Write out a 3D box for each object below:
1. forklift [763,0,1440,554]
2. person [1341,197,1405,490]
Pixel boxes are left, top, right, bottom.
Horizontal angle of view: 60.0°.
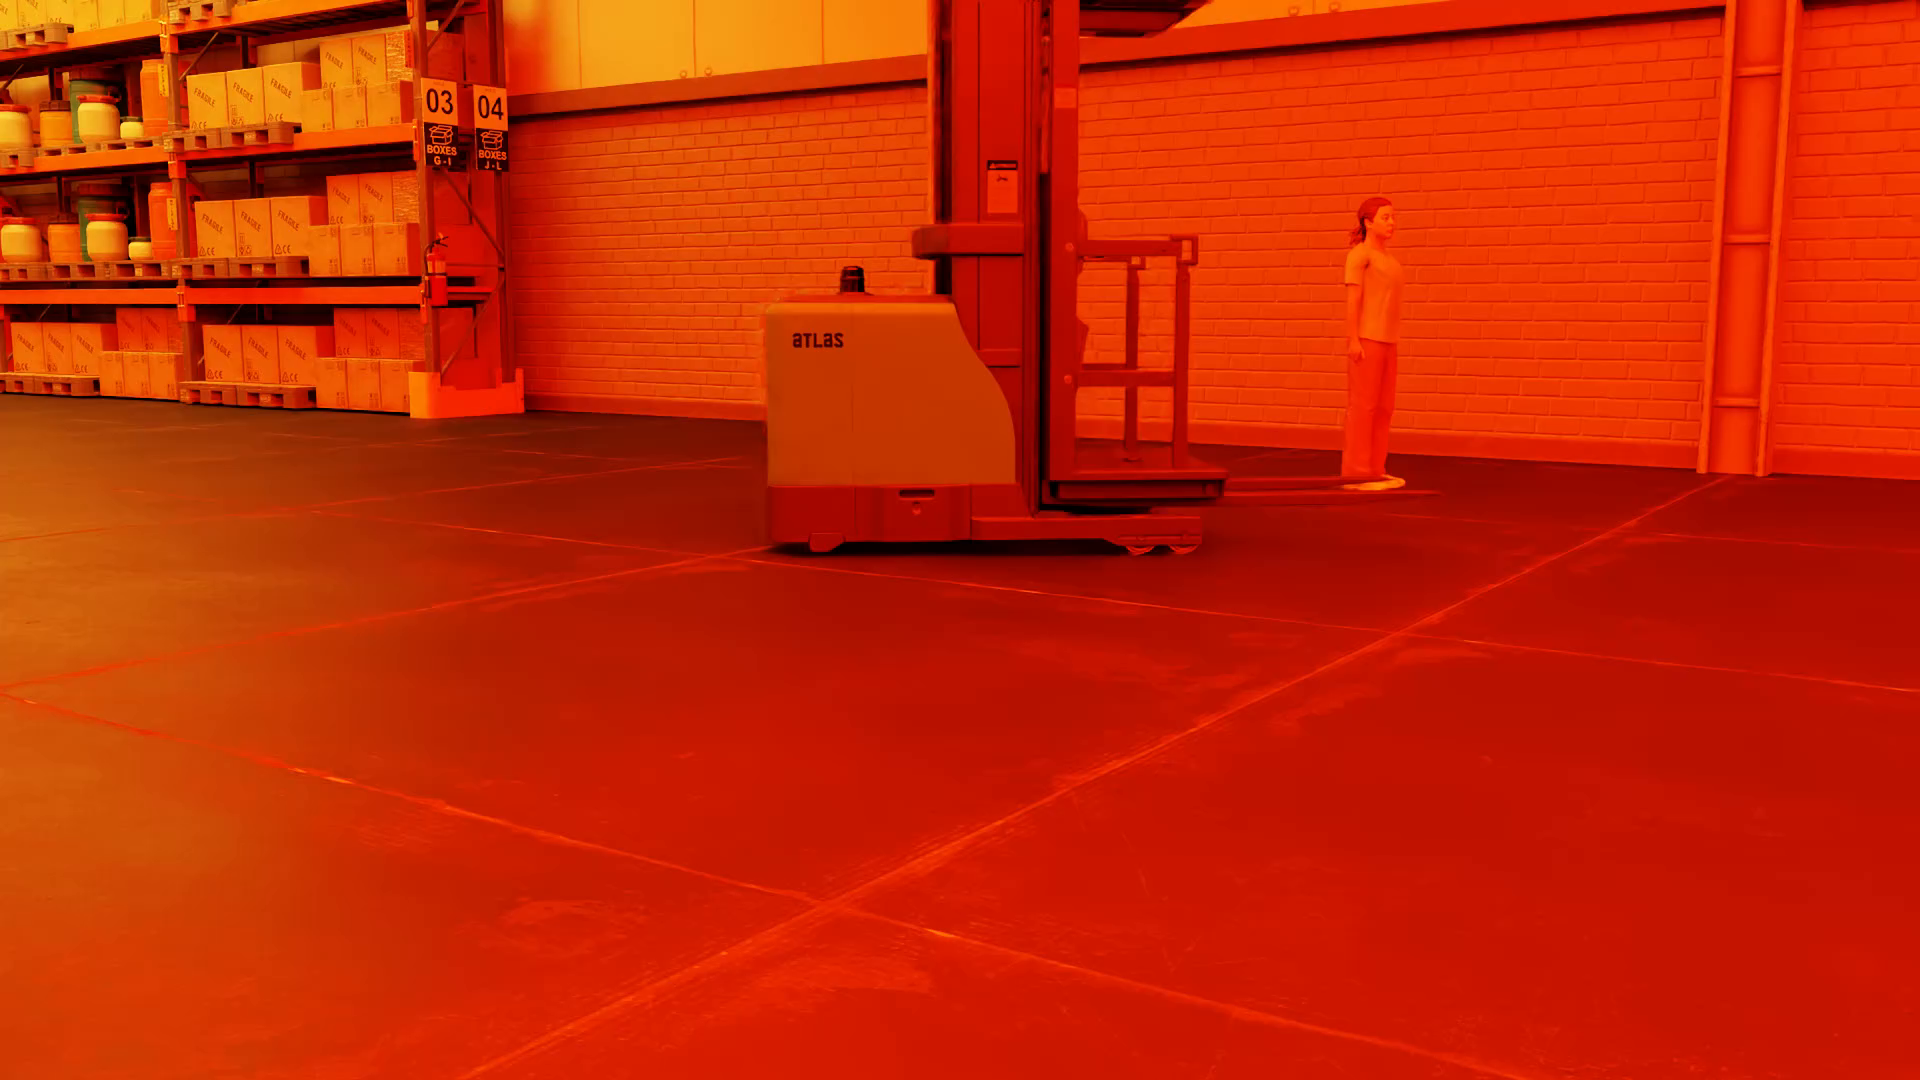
[{"bbox_3d":[0.629,-1.464,7.488,3.031,2.935,1.130,-1,8,-6],"label":"forklift"},{"bbox_3d":[2.391,-1.126,9.584,0.375,1.673,0.453,6,10,38],"label":"person"}]
